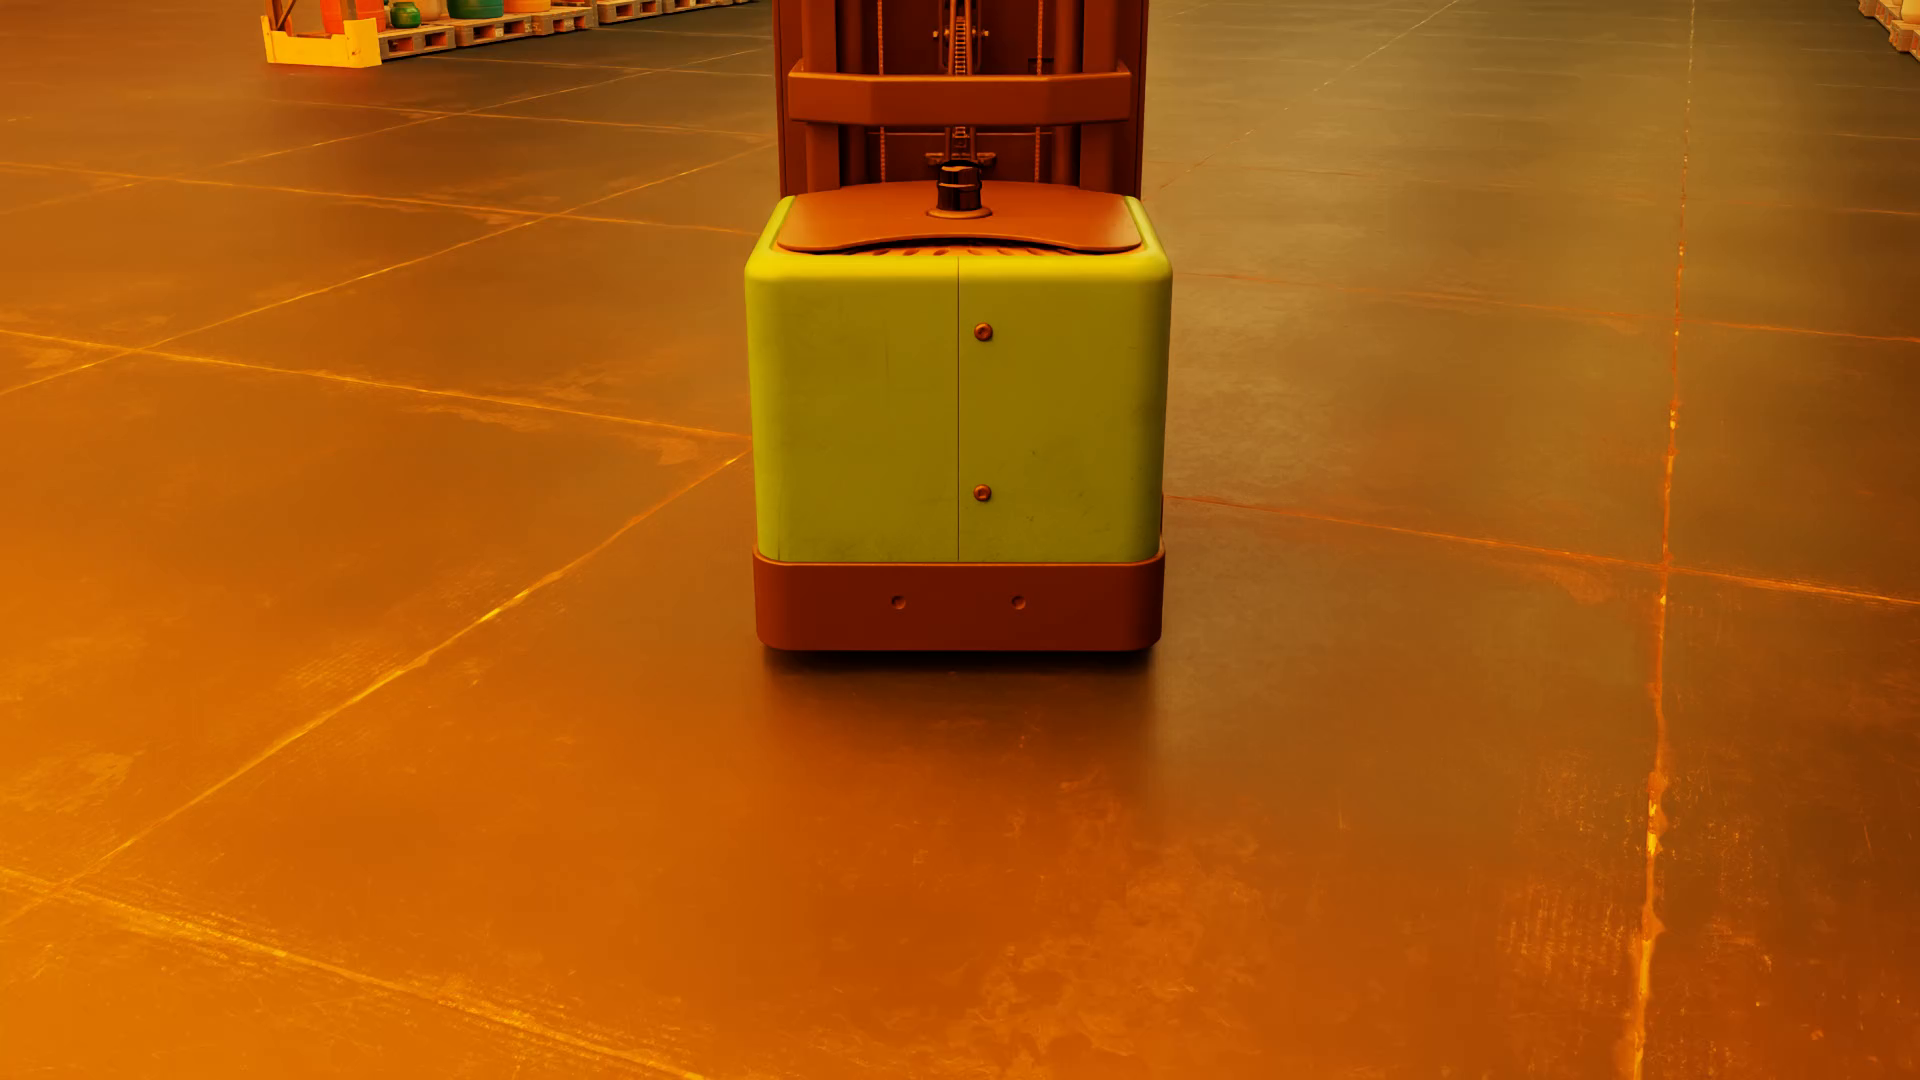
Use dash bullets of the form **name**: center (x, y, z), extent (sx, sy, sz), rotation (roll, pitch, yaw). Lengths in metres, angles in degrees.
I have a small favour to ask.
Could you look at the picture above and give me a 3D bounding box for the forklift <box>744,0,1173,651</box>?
- **forklift**: center (0.002, -1.587, 5.089), extent (1.130, 2.935, 3.031), rotation (0, 23, 0)
